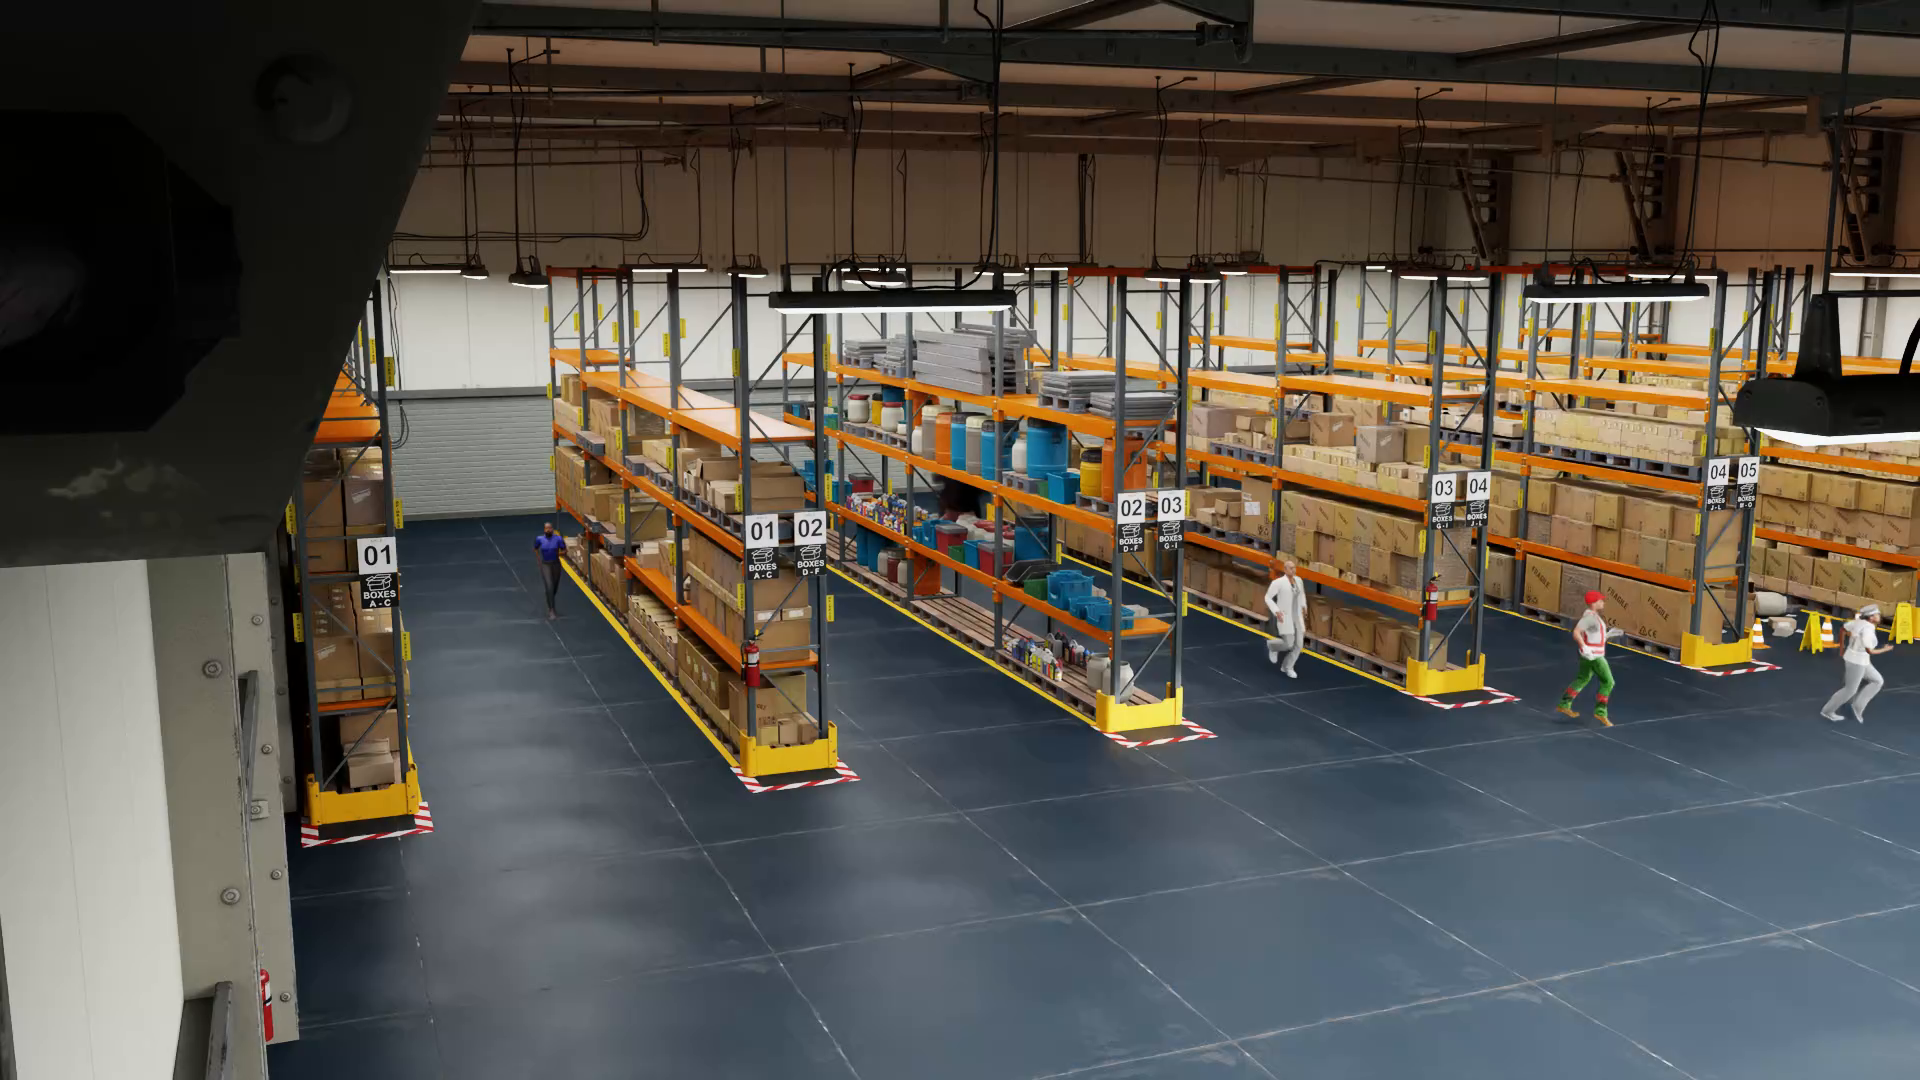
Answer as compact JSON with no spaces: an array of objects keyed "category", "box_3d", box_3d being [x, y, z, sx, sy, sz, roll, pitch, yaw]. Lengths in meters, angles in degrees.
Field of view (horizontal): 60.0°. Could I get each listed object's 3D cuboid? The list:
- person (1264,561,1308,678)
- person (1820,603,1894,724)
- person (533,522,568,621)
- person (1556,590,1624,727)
[{"category":"person","box_3d":[4.916,1.170,25.049,0.724,1.752,0.653,-5,11,-25]},{"category":"person","box_3d":[12.053,1.651,22.315,0.791,1.667,0.604,4,11,20]},{"category":"person","box_3d":[-7.118,0.511,29.010,0.562,1.671,0.867,-4,11,-23]},{"category":"person","box_3d":[8.487,1.591,22.356,0.790,1.848,0.645,2,10,13]}]
